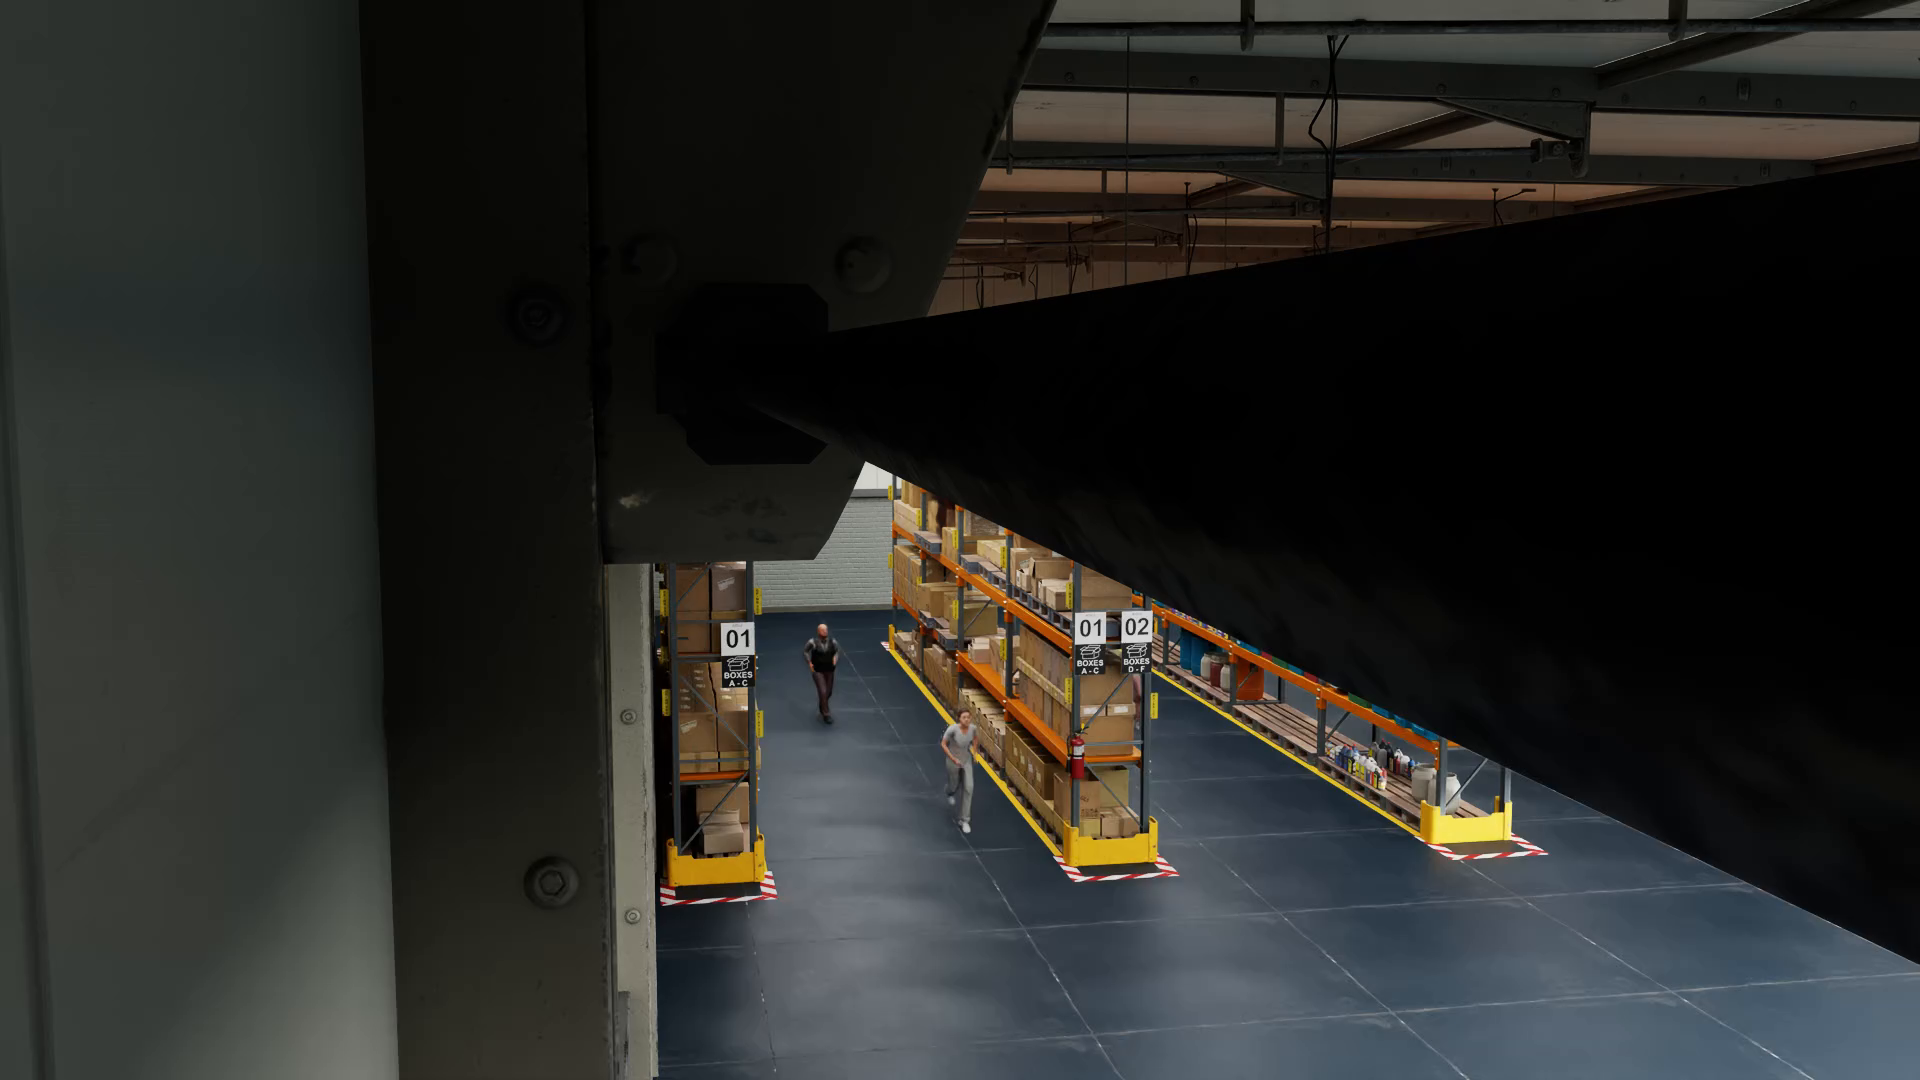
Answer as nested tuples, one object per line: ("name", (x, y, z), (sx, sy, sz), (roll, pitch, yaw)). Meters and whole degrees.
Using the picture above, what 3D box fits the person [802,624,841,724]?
("person", (-2.421, 2.323, 29.223), (0.670, 1.721, 0.838), (-2, 7, -21))

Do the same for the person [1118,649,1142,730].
("person", (2.937, 2.401, 28.792), (0.600, 1.693, 0.820), (-2, 7, -20))

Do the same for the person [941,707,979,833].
("person", (-0.015, 3.073, 22.737), (0.553, 1.658, 1.060), (-2, 6, -15))
